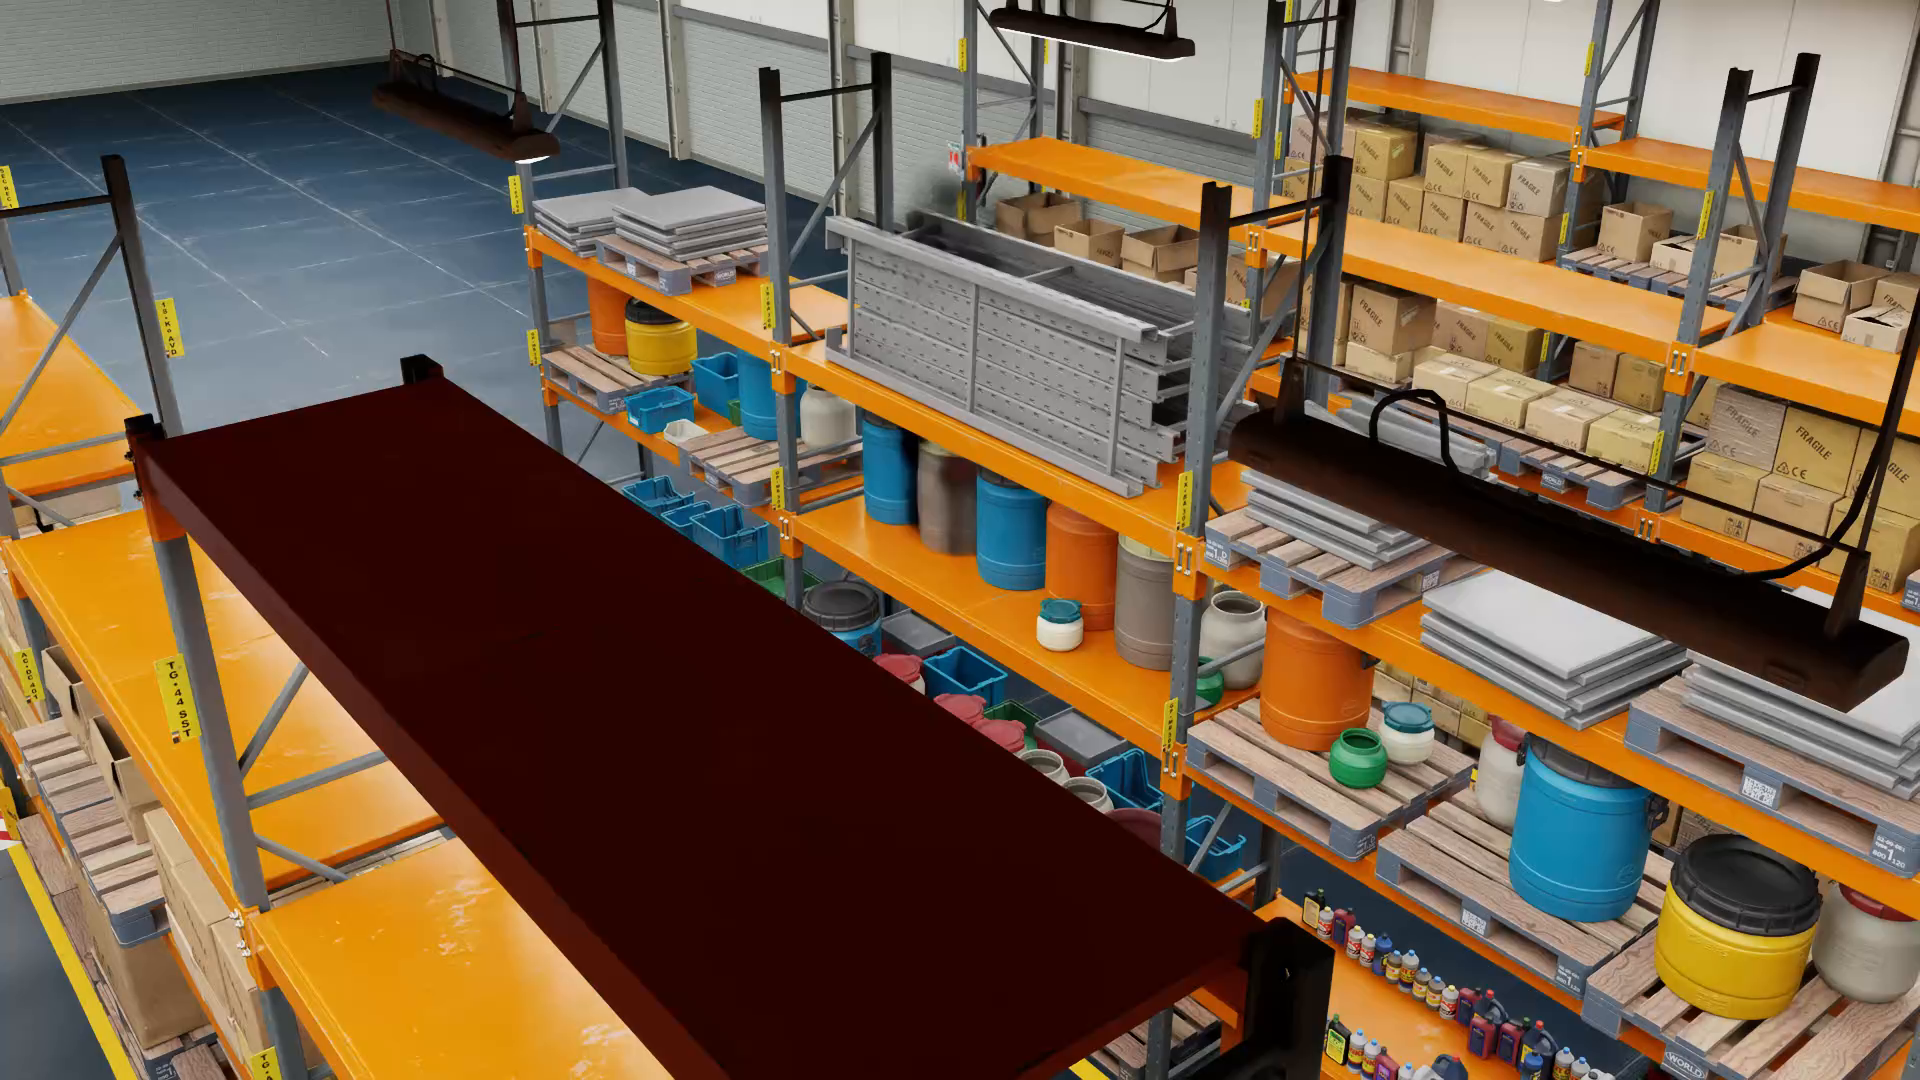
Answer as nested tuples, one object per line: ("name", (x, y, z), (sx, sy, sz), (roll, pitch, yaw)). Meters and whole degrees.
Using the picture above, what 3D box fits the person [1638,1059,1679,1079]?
("person", (4.474, 2.946, 10.085), (0.655, 1.817, 0.886), (-22, 33, -38))
